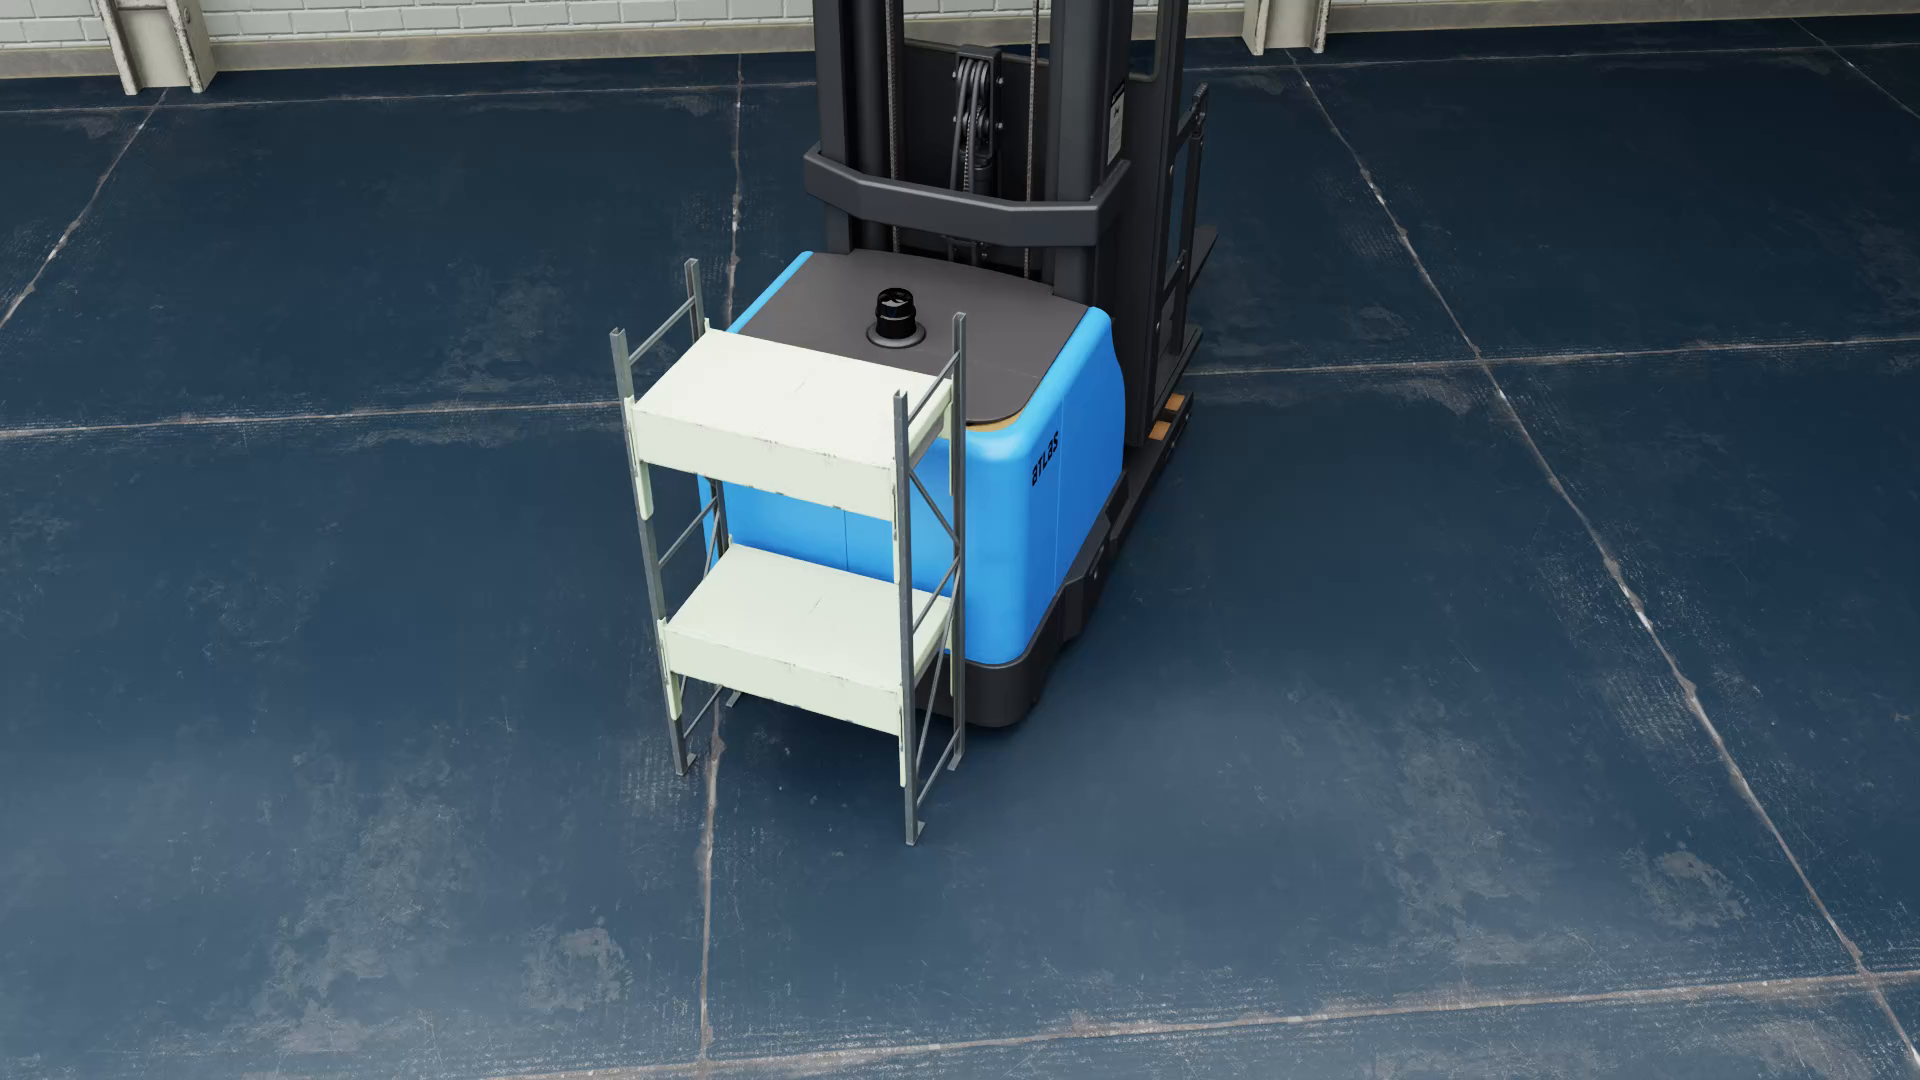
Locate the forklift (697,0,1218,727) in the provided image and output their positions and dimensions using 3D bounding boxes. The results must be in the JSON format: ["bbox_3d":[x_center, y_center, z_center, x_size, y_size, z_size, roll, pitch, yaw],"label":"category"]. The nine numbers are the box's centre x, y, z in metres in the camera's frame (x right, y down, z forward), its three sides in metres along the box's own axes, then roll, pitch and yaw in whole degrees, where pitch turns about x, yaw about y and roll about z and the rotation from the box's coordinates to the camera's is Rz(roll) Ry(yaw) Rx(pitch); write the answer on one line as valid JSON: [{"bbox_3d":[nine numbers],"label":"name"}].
[{"bbox_3d":[0.228,-1.510,5.297,1.130,2.935,3.031,14,40,17],"label":"forklift"}]

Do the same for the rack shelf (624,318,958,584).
[{"bbox_3d":[-0.409,-0.236,4.208,0.720,0.370,0.431,14,40,17],"label":"rack shelf"}]

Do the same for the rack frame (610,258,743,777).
[{"bbox_3d":[-0.749,-0.013,4.555,0.023,1.500,0.400,14,40,17],"label":"rack frame"}]

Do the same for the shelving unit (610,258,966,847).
[{"bbox_3d":[-0.409,0.070,4.450,0.755,1.500,0.431,14,40,17],"label":"shelving unit"}]

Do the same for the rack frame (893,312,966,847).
[{"bbox_3d":[-0.068,0.153,4.345,0.023,1.500,0.400,14,40,17],"label":"rack frame"}]

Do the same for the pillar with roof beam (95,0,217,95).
[{"bbox_3d":[-3.803,-3.313,2.684,0.400,9.000,9.100,-3,38,-4],"label":"pillar with roof beam"}]

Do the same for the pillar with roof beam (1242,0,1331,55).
[{"bbox_3d":[2.174,-3.642,3.101,0.400,9.000,9.100,-3,38,-4],"label":"pillar with roof beam"}]

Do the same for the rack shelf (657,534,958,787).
[{"bbox_3d":[-0.409,0.326,4.652,0.720,0.370,0.431,14,40,17],"label":"rack shelf"}]
